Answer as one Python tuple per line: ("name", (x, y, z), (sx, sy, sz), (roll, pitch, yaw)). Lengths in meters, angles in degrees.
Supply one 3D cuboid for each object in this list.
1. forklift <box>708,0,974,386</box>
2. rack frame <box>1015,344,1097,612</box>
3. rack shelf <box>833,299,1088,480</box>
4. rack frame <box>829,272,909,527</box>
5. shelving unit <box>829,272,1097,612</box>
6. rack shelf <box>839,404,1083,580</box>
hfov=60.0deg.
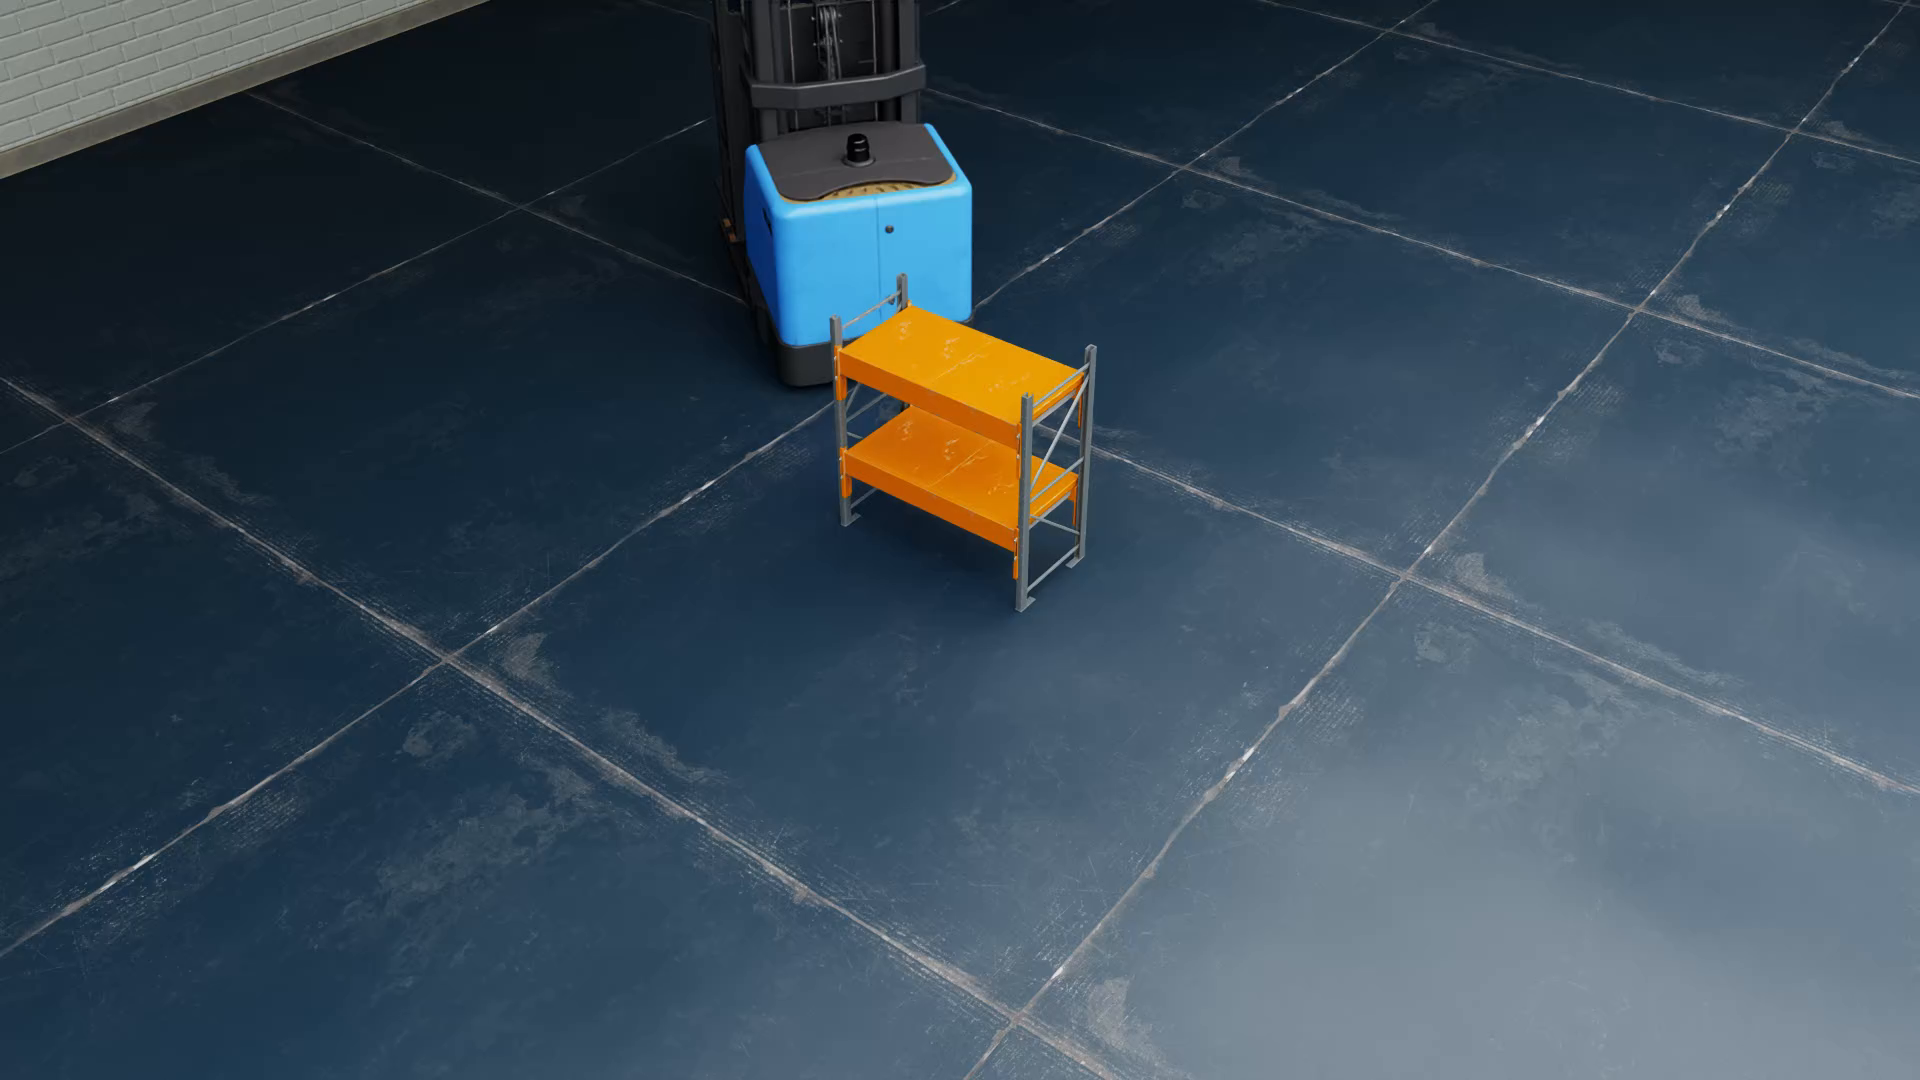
("forklift", (-0.824, -2.866, 9.033), (1.130, 2.935, 3.031), (-10, 39, -13))
("rack frame", (0.409, -0.250, 7.157), (0.032, 1.125, 0.500), (25, 45, 29))
("rack shelf", (0.005, -0.671, 7.220), (1.000, 0.278, 0.538), (25, 45, 29))
("rack frame", (-0.398, -0.631, 7.643), (0.032, 1.125, 0.500), (25, 45, 29))
("shelving unit", (0.005, -0.440, 7.400), (1.048, 1.125, 0.538), (25, 45, 29))
("rack shelf", (0.005, -0.248, 7.551), (1.000, 0.278, 0.538), (25, 45, 29))
